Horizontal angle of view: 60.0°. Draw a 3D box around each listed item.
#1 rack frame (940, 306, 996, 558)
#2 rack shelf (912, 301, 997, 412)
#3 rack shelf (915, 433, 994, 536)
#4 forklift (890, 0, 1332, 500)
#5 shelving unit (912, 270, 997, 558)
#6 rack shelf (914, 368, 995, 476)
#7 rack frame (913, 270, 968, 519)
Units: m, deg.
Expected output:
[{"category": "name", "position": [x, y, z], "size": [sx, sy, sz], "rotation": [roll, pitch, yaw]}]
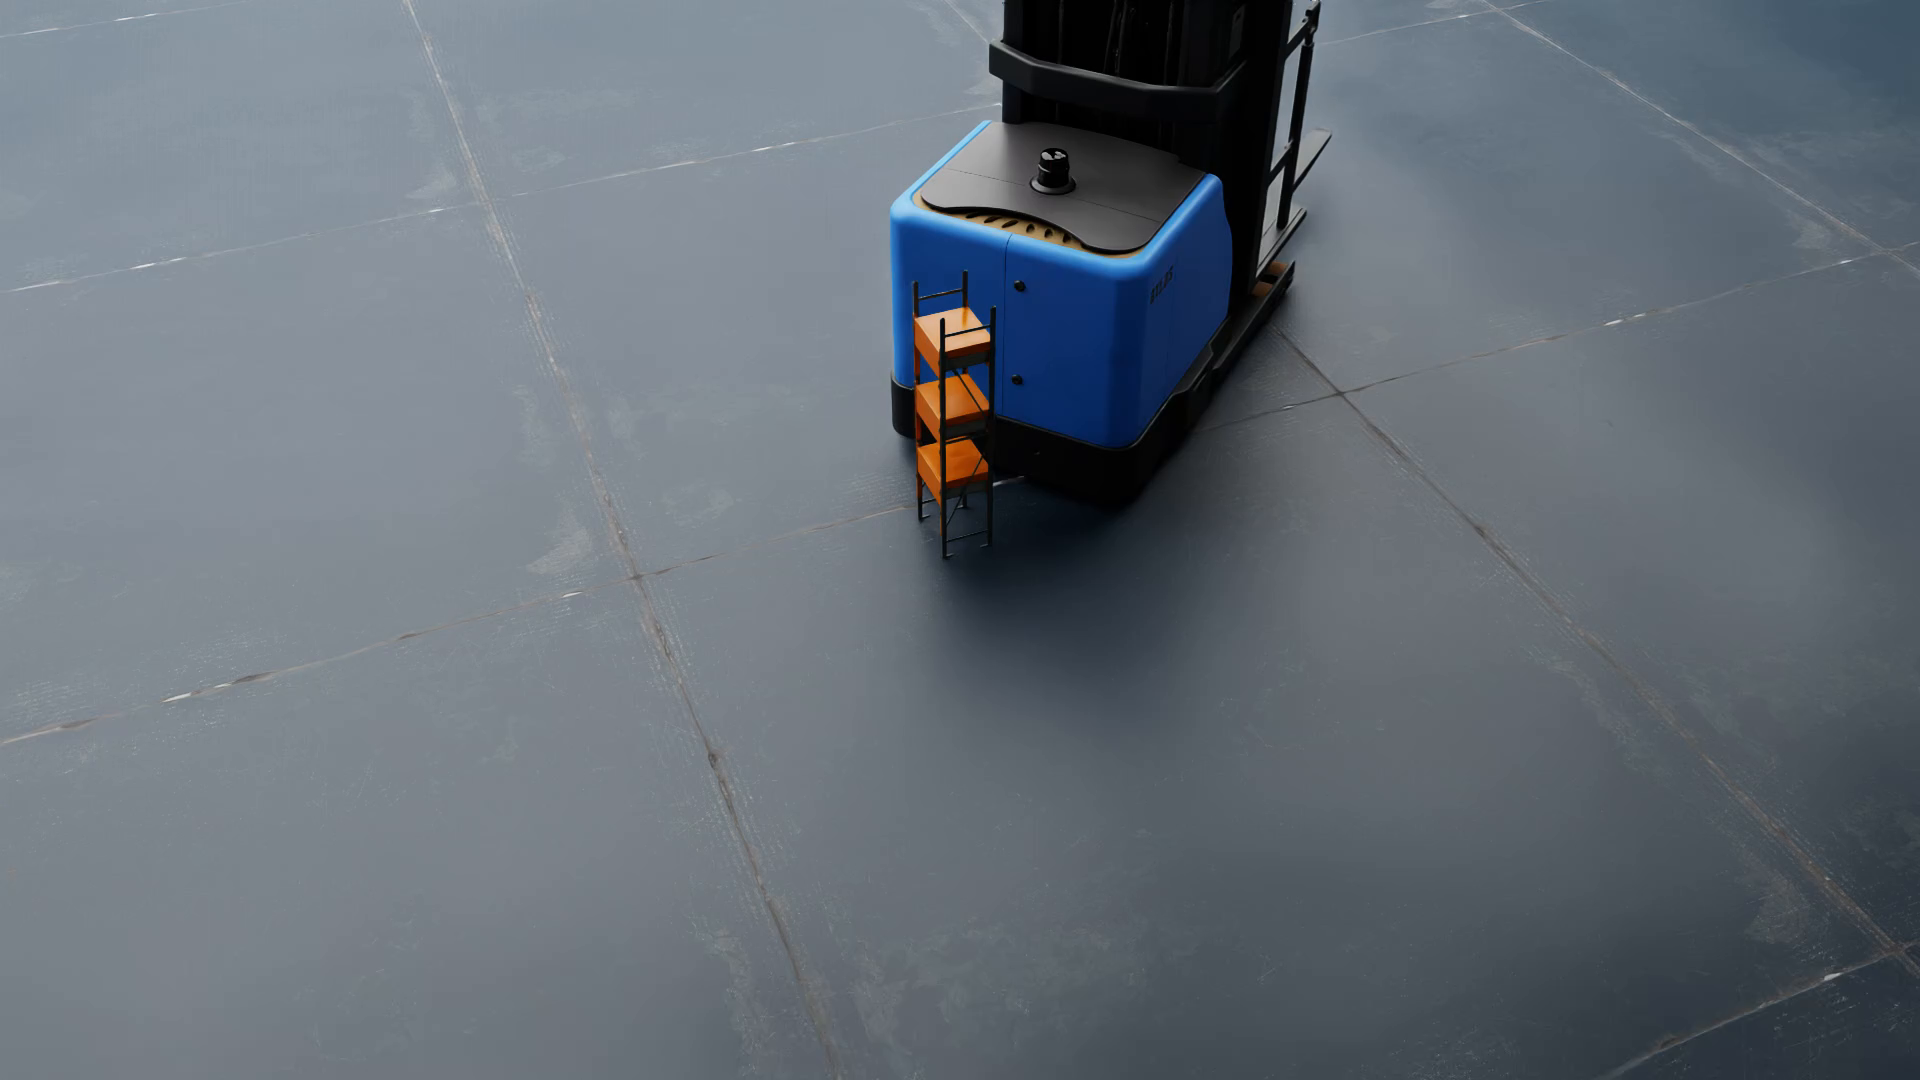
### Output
[{"category": "rack frame", "position": [0.026, -0.357, 5.860], "size": [0.200, 1.050, 0.008], "rotation": [-15, 43, -17]}, {"category": "rack shelf", "position": [-0.020, -0.637, 5.767], "size": [0.215, 0.259, 0.240], "rotation": [-15, 43, -17]}, {"category": "rack shelf", "position": [-0.020, -0.212, 6.133], "size": [0.215, 0.259, 0.240], "rotation": [-15, 43, -17]}, {"category": "forklift", "position": [0.855, -2.215, 6.578], "size": [1.130, 2.935, 3.031], "rotation": [19, 44, 20]}, {"category": "shelving unit", "position": [-0.020, -0.430, 5.945], "size": [0.215, 1.050, 0.252], "rotation": [-15, 43, -17]}, {"category": "rack shelf", "position": [-0.020, -0.422, 5.952], "size": [0.215, 0.259, 0.240], "rotation": [-15, 43, -17]}, {"category": "rack frame", "position": [-0.067, -0.504, 6.031], "size": [0.200, 1.050, 0.008], "rotation": [-15, 43, -17]}]
